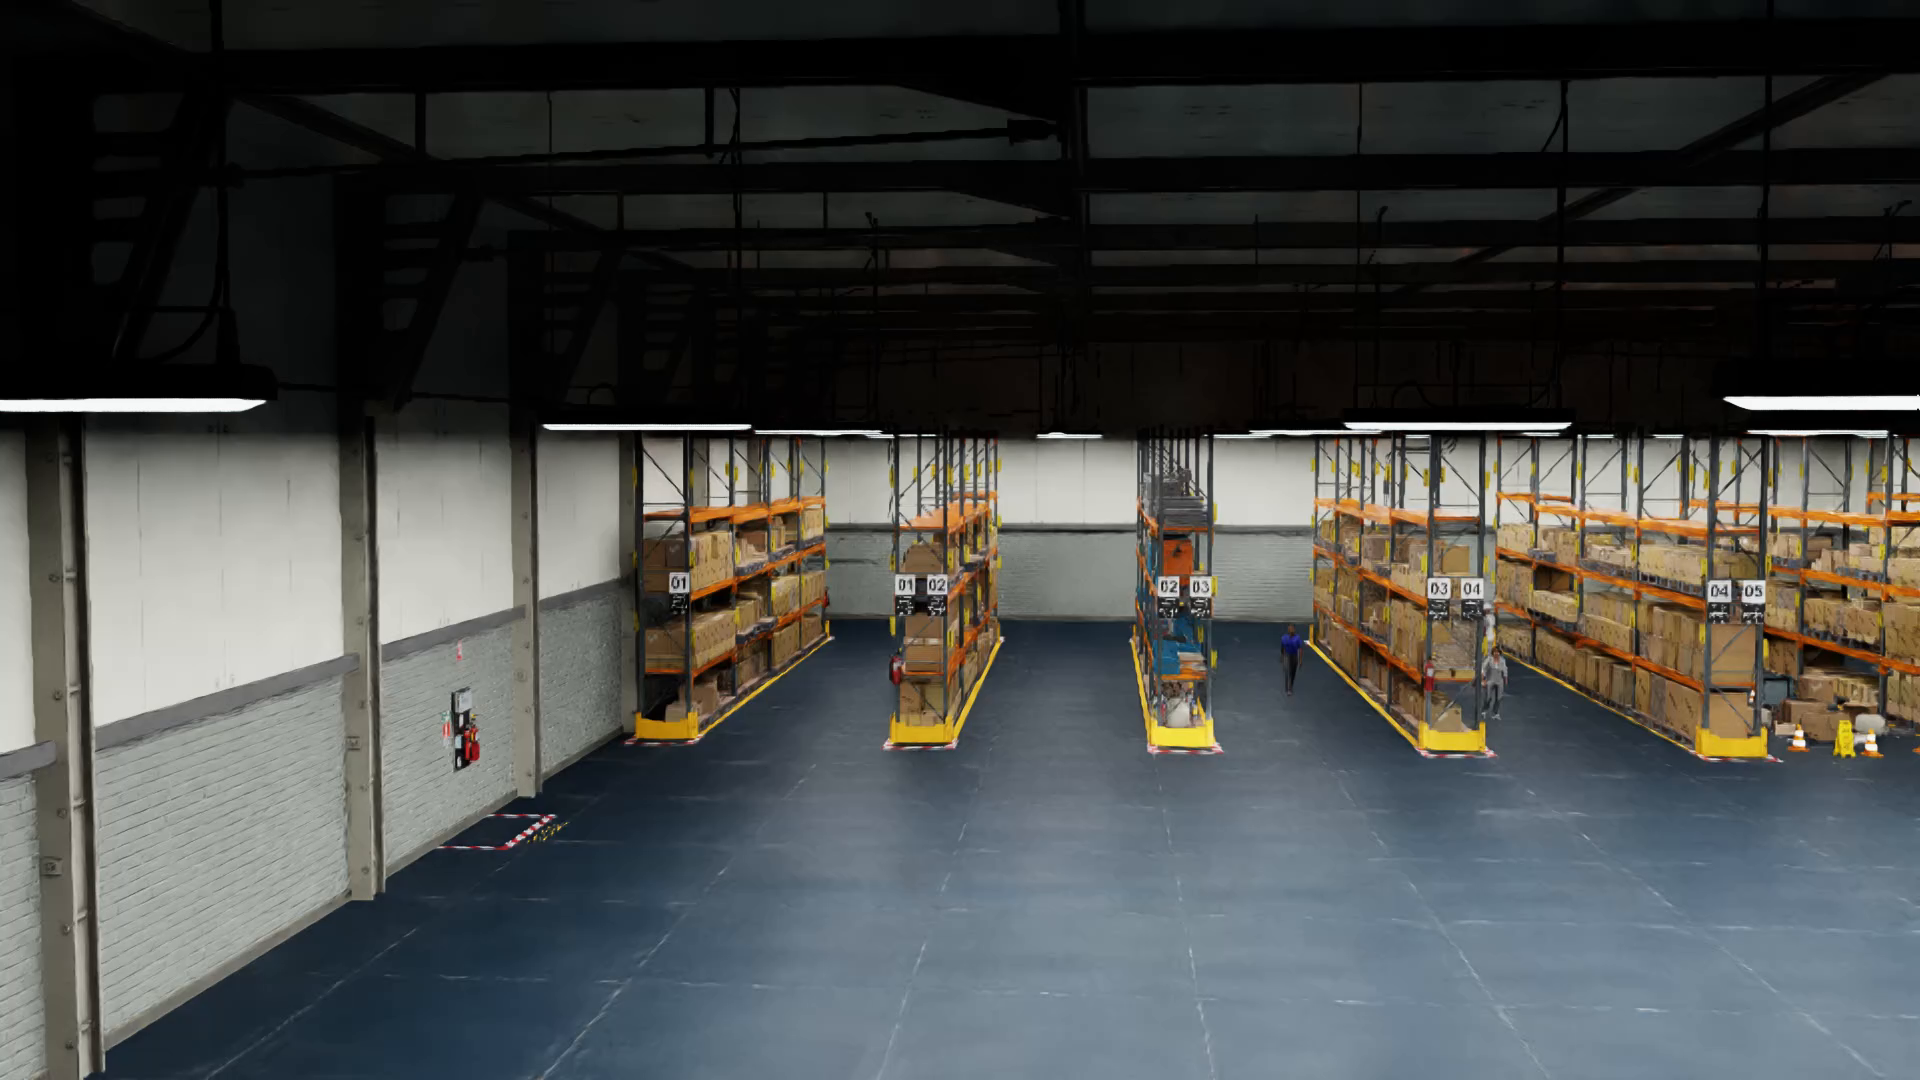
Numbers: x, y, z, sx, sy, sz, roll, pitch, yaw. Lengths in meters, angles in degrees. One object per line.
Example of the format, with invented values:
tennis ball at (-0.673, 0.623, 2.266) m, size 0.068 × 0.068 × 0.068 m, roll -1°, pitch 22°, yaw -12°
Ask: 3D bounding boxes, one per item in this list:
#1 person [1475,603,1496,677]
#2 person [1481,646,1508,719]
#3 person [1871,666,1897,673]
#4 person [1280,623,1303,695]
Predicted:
person at (12.693, 2.403, 40.188) m, size 0.588 × 1.782 × 0.677 m, roll 2°, pitch 4°, yaw 29°
person at (10.919, 2.913, 34.038) m, size 0.566 × 1.541 × 0.499 m, roll 0°, pitch 3°, yaw 2°
person at (22.839, 2.409, 41.044) m, size 0.553 × 1.664 × 0.584 m, roll 2°, pitch 4°, yaw 26°
person at (7.472, 2.665, 37.478) m, size 0.461 × 1.596 × 0.998 m, roll 0°, pitch 3°, yaw 4°
